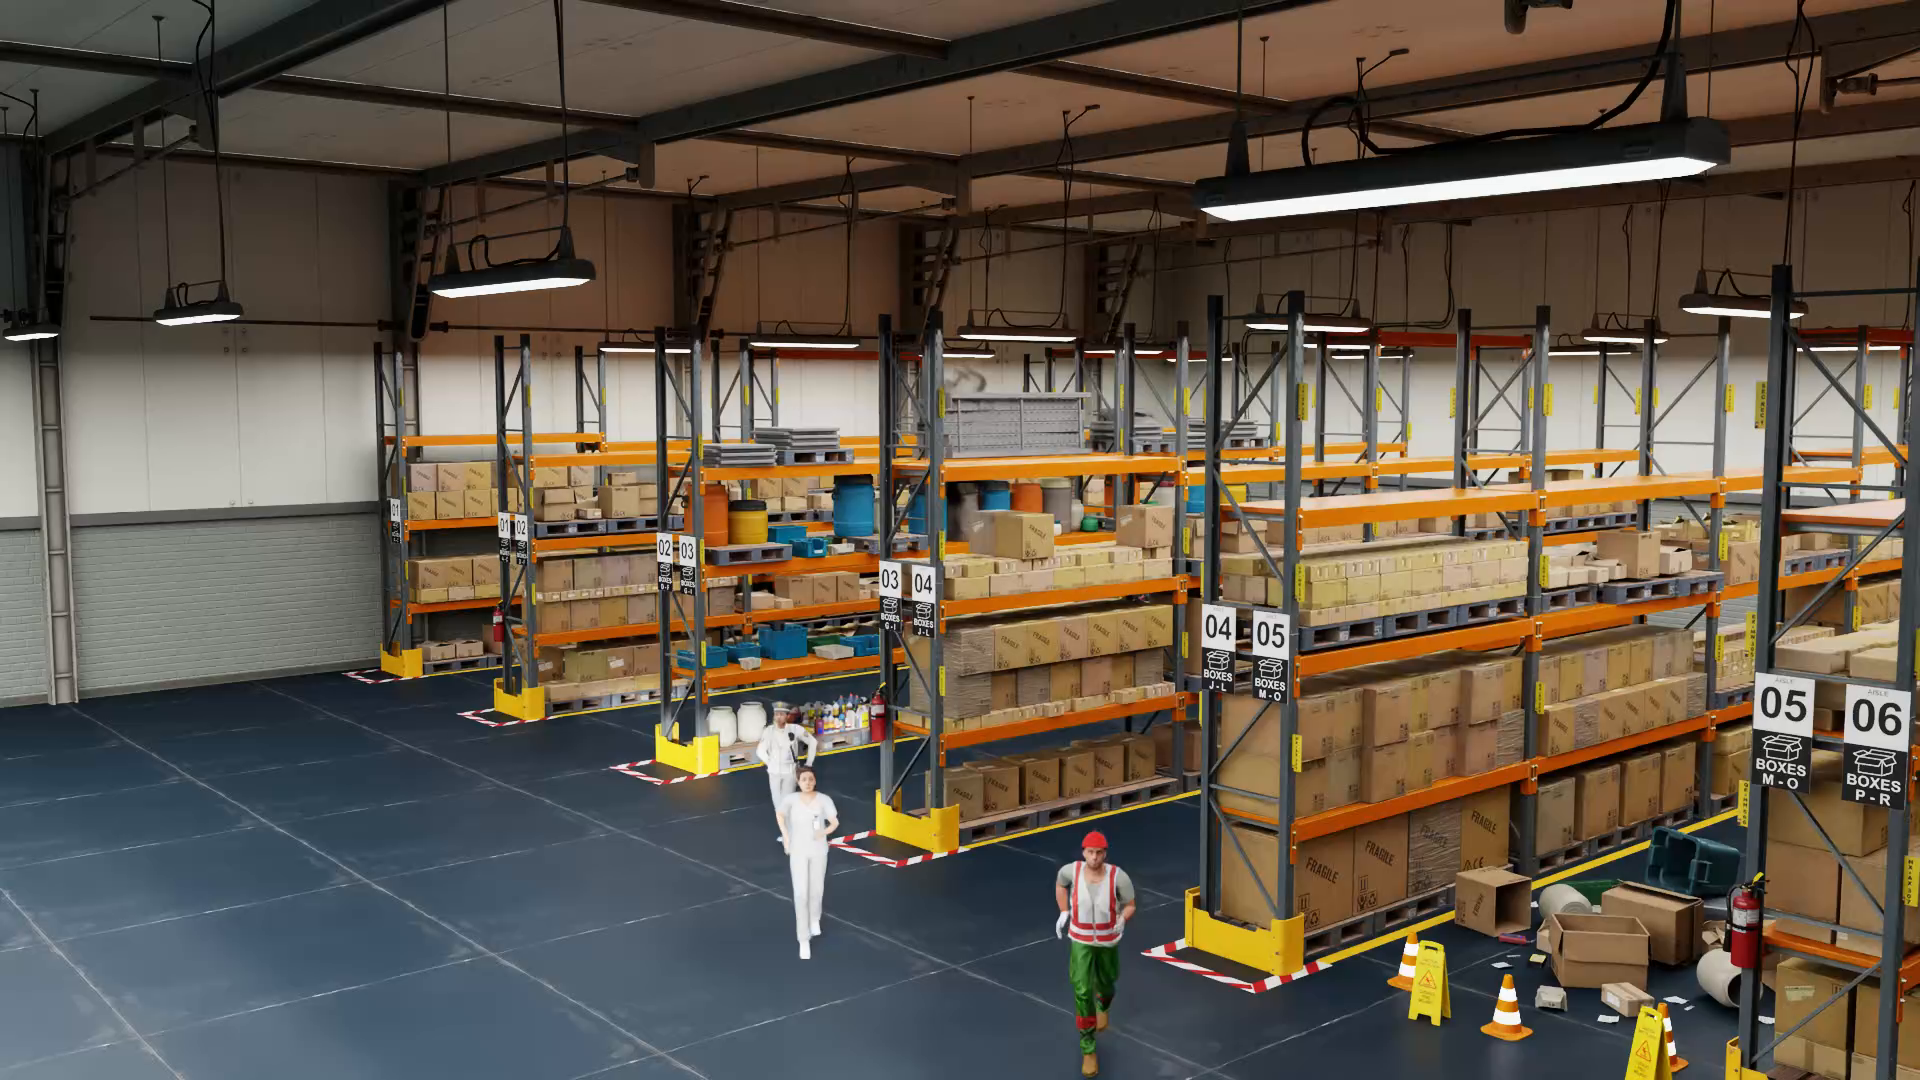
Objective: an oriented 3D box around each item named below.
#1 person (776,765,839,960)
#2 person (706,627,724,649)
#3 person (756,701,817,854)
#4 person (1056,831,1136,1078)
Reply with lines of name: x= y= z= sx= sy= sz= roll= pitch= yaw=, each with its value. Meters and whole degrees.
person: x=-1.404 y=2.915 z=15.361 sx=0.571 sy=1.696 sz=0.837 roll=-1 pitch=5 yaw=-8
person: x=-4.683 y=1.575 z=30.565 sx=0.893 sy=1.570 sz=0.537 roll=-5 pitch=7 yaw=-42
person: x=-1.958 y=2.651 z=18.583 sx=0.627 sy=1.746 sz=0.706 roll=1 pitch=5 yaw=13
person: x=1.047 y=3.103 z=12.876 sx=0.614 sy=1.793 sz=0.996 roll=0 pitch=5 yaw=3
